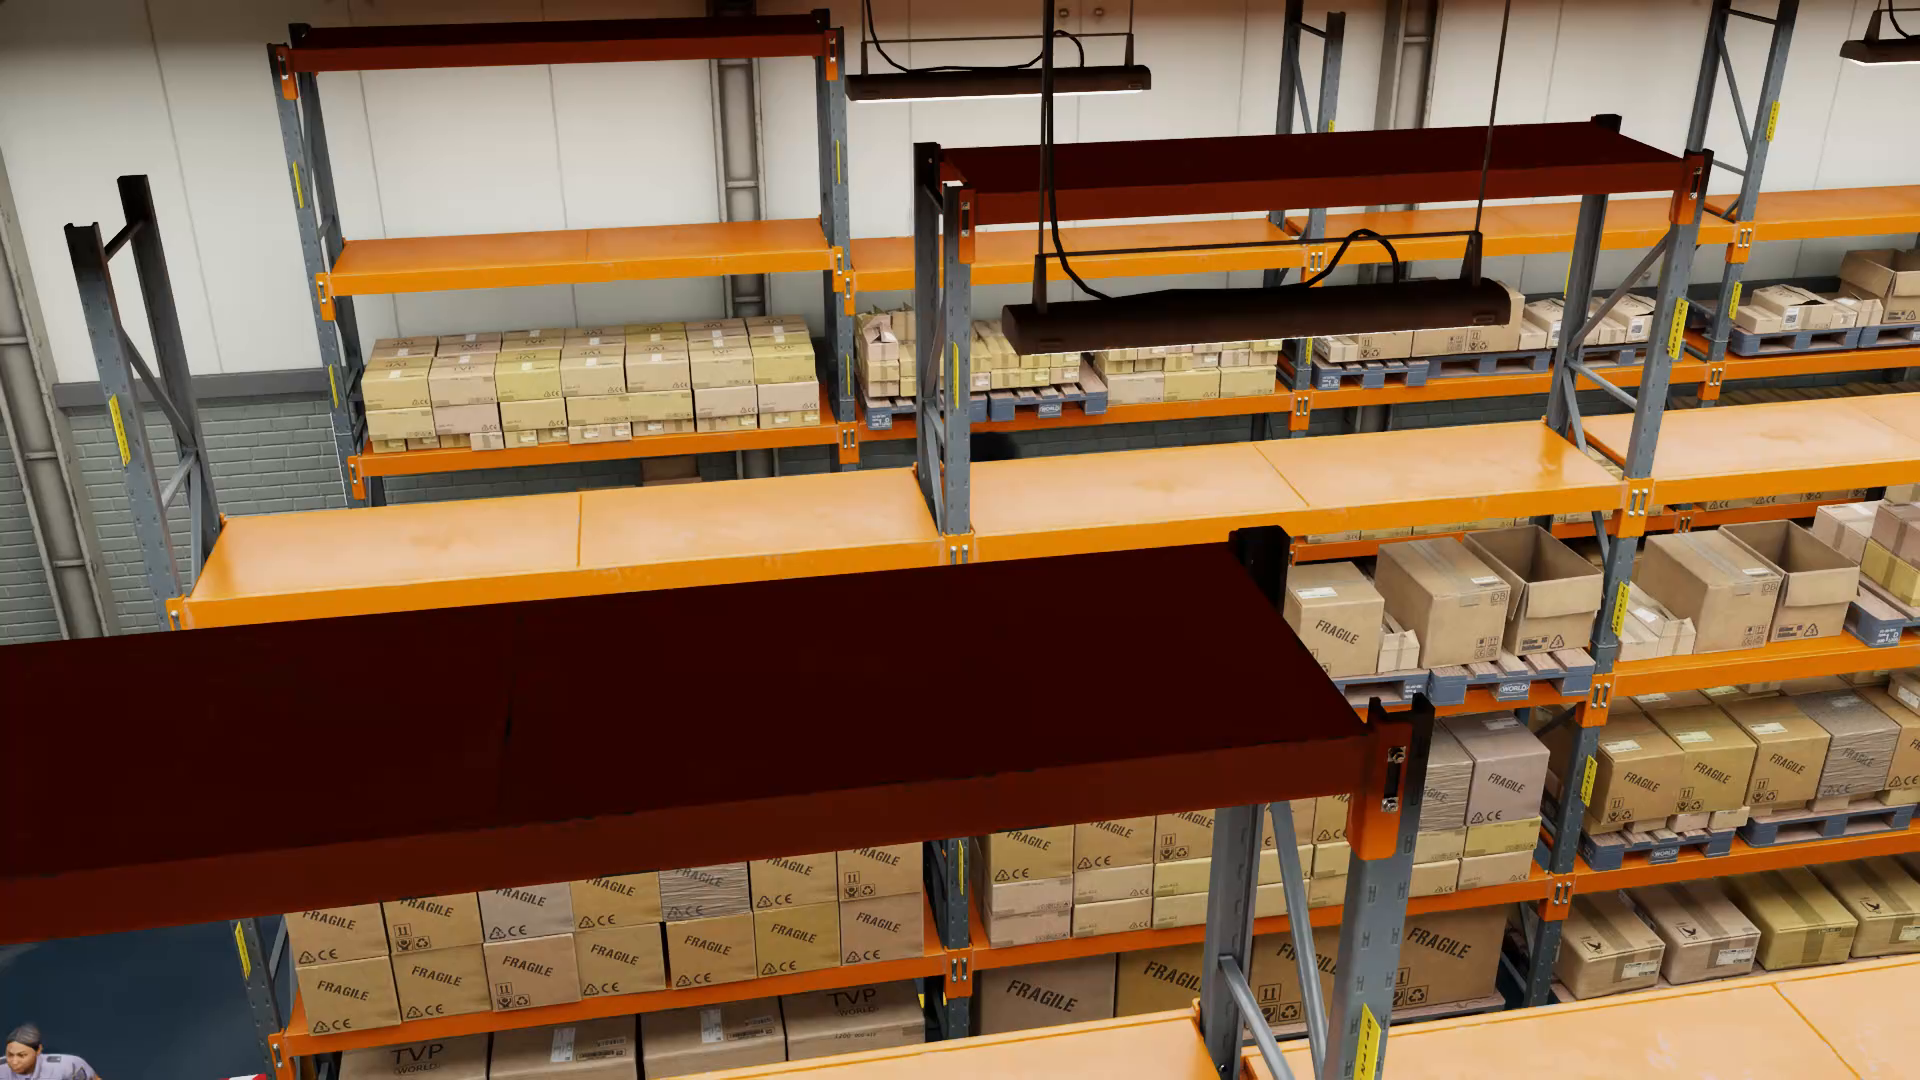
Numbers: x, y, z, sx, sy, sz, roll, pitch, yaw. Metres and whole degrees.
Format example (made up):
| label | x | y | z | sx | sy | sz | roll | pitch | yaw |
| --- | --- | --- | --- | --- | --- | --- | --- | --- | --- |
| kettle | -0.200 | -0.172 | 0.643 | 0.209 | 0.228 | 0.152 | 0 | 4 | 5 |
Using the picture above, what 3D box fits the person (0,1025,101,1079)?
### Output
| label | x | y | z | sx | sy | sz | roll | pitch | yaw |
| --- | --- | --- | --- | --- | --- | --- | --- | --- | --- |
| person | -5.198 | 3.421 | 9.513 | 0.649 | 1.518 | 0.626 | -3 | 26 | -6 |
